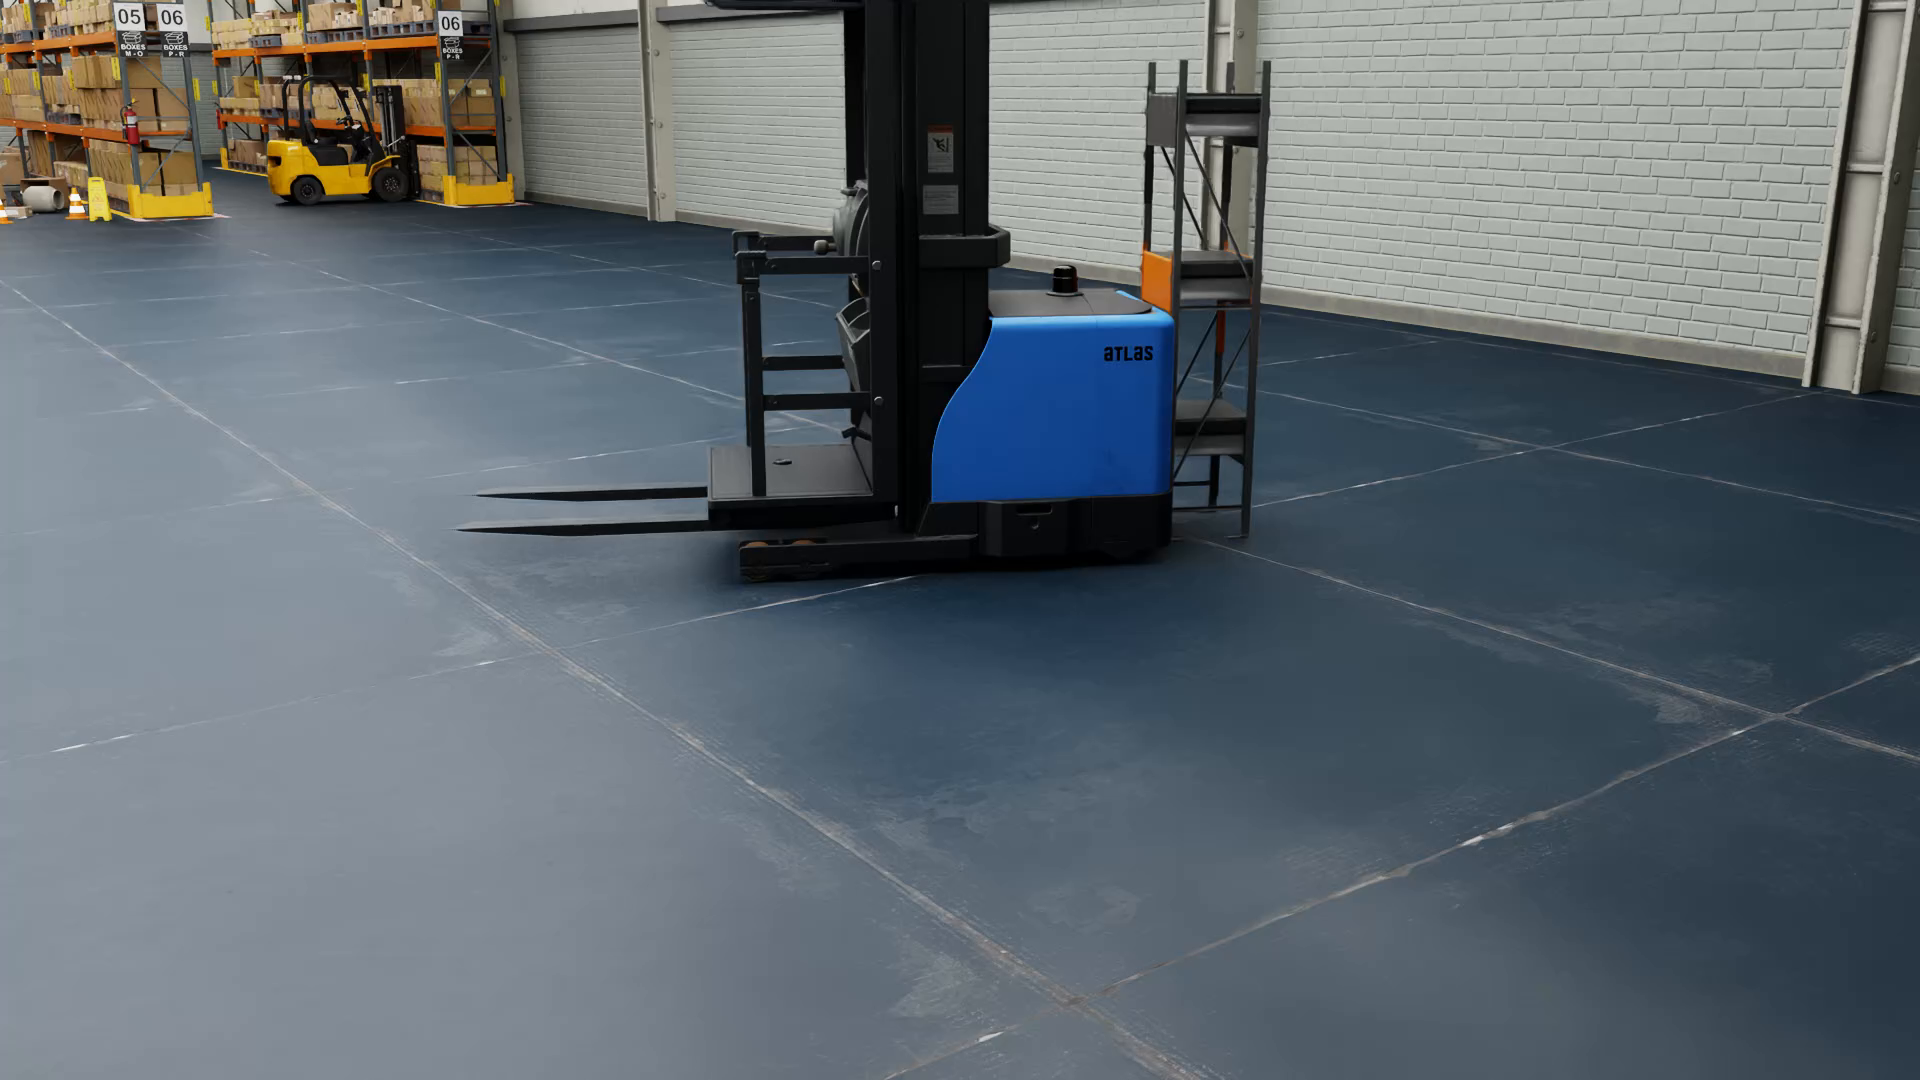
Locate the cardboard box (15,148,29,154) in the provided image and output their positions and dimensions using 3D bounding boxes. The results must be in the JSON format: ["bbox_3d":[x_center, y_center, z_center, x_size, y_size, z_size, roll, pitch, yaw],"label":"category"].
[{"bbox_3d":[-20.273,-8.426,36.738,0.875,0.438,0.875,-12,19,-36],"label":"cardboard box"}]

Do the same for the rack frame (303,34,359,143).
[{"bbox_3d":[-13.099,-9.035,34.904,1.000,3.000,0.127,-11,19,-35],"label":"rack frame"}]

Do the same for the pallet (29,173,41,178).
[{"bbox_3d":[-18.949,-7.619,35.015,1.003,0.211,1.213,-11,19,-35],"label":"pallet"}]

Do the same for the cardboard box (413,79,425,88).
[{"bbox_3d":[-9.451,-8.077,29.424,0.380,0.149,0.250,-10,18,-33],"label":"cardboard box"}]

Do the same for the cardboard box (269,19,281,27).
[{"bbox_3d":[-14.677,-11.157,35.904,0.380,0.149,0.250,-11,19,-34],"label":"cardboard box"}]

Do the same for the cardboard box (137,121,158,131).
[{"bbox_3d":[-12.801,-6.481,26.048,0.380,0.149,0.250,-10,18,-33],"label":"cardboard box"}]

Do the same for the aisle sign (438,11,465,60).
[{"bbox_3d":[-8.594,-8.521,28.101,0.394,0.787,0.004,-11,19,-35],"label":"aisle sign"}]

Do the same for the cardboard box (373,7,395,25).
[{"bbox_3d":[-10.455,-9.620,30.543,0.500,0.311,0.500,-10,18,-33],"label":"cardboard box"}]

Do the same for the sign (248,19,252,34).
[{"bbox_3d":[-15.885,-11.499,37.246,0.100,0.325,0.005,-11,19,-35],"label":"sign"}]

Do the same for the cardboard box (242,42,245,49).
[{"bbox_3d":[-16.334,-11.410,38.376,0.380,0.149,0.250,-11,19,-35],"label":"cardboard box"}]

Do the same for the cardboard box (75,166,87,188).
[{"bbox_3d":[-15.496,-6.609,30.223,0.950,0.372,0.625,-10,18,-31],"label":"cardboard box"}]

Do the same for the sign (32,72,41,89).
[{"bbox_3d":[-17.559,-8.735,31.615,0.100,0.325,0.005,-11,19,-35],"label":"sign"}]

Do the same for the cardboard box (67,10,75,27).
[{"bbox_3d":[-14.722,-8.791,28.051,0.500,0.250,0.500,-11,19,-36],"label":"cardboard box"}]

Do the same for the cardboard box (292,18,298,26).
[{"bbox_3d":[-13.807,-10.894,34.980,0.380,0.149,0.250,-12,19,-36],"label":"cardboard box"}]

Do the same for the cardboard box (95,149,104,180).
[{"bbox_3d":[-14.307,-6.367,28.149,0.500,0.500,0.500,-10,18,-32],"label":"cardboard box"}]

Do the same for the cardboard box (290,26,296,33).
[{"bbox_3d":[-13.954,-10.804,35.217,0.380,0.149,0.250,-11,19,-35],"label":"cardboard box"}]

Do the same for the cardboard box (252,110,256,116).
[{"bbox_3d":[-16.185,-9.900,38.543,0.380,0.149,0.250,-10,18,-33],"label":"cardboard box"}]

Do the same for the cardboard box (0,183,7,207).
[{"bbox_3d":[-15.488,-5.333,26.108,0.637,0.503,0.797,4,16,13],"label":"cardboard box"}]

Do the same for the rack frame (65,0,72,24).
[{"bbox_3d":[-14.760,-10.303,28.173,1.000,3.000,0.127,-11,19,-35],"label":"rack frame"}]

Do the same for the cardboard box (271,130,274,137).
[{"bbox_3d":[-15.406,-9.234,37.778,0.380,0.149,0.250,-11,19,-35],"label":"cardboard box"}]

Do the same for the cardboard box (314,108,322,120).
[{"bbox_3d":[-13.035,-8.830,34.439,0.500,0.250,0.500,-11,19,-34],"label":"cardboard box"}]

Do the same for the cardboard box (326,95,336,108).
[{"bbox_3d":[-12.449,-8.849,33.563,0.500,0.250,0.500,-11,19,-36],"label":"cardboard box"}]

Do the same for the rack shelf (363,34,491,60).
[{"bbox_3d":[-9.571,-8.853,29.921,1.077,0.370,4.000,-11,19,-35],"label":"rack shelf"}]

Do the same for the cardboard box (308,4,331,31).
[{"bbox_3d":[-12.870,-10.588,33.722,0.500,0.500,0.500,-11,19,-34],"label":"cardboard box"}]

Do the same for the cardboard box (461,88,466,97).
[{"bbox_3d":[-8.581,-7.843,29.131,0.380,0.149,0.250,-11,19,-35],"label":"cardboard box"}]

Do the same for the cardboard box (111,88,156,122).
[{"bbox_3d":[-12.950,-6.820,26.059,0.500,0.500,0.500,-11,19,-36],"label":"cardboard box"}]

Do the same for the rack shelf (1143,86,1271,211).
[{"bbox_3d":[1.083,-1.740,7.356,0.431,0.518,0.480,-2,16,-9],"label":"rack shelf"}]

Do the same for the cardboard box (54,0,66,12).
[{"bbox_3d":[-15.821,-9.546,29.631,0.500,0.250,0.500,-10,18,-34],"label":"cardboard box"}]

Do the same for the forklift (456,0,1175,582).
[{"bbox_3d":[-0.640,-1.389,7.098,3.031,2.935,1.130,-2,15,-8],"label":"forklift"}]

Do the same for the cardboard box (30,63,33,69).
[{"bbox_3d":[-19.787,-10.169,35.736,0.380,0.149,0.250,-11,19,-35],"label":"cardboard box"}]

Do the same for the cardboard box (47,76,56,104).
[{"bbox_3d":[-16.722,-8.415,31.093,0.500,0.500,0.500,-10,18,-32],"label":"cardboard box"}]

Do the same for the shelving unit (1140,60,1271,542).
[{"bbox_3d":[1.083,-1.078,7.537,0.431,2.100,0.503,-2,15,-9],"label":"shelving unit"}]

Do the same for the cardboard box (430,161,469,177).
[{"bbox_3d":[-8.934,-6.499,29.106,0.500,0.250,0.500,-11,19,-35],"label":"cardboard box"}]

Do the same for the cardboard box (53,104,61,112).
[{"bbox_3d":[-16.663,-8.053,30.999,0.380,0.149,0.250,-11,19,-34],"label":"cardboard box"}]

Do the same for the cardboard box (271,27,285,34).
[{"bbox_3d":[-14.672,-11.015,35.949,0.380,0.149,0.250,-10,18,-33],"label":"cardboard box"}]

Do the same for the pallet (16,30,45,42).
[{"bbox_3d":[-17.533,-9.748,32.187,1.213,0.211,1.003,-10,18,-32],"label":"pallet"}]

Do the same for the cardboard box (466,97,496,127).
[{"bbox_3d":[-8.462,-7.523,29.193,0.500,0.500,0.500,-10,18,-33],"label":"cardboard box"}]

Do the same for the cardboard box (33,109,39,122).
[{"bbox_3d":[-17.932,-8.365,32.742,0.500,0.250,0.500,-10,18,-34],"label":"cardboard box"}]

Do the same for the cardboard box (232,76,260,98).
[{"bbox_3d":[-16.871,-10.717,39.350,0.500,0.500,0.500,-10,18,-33],"label":"cardboard box"}]

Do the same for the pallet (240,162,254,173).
[{"bbox_3d":[-16.575,-8.951,39.881,1.003,0.211,1.213,-11,19,-35],"label":"pallet"}]

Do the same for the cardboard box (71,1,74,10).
[{"bbox_3d":[-14.662,-8.951,27.880,0.380,0.149,0.250,-10,18,-33],"label":"cardboard box"}]

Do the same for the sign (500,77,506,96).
[{"bbox_3d":[-7.942,-7.867,28.847,0.100,0.325,0.005,-11,19,-35],"label":"sign"}]

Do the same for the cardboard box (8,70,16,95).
[{"bbox_3d":[-19.437,-9.509,34.555,0.500,0.500,0.500,-11,19,-34],"label":"cardboard box"}]

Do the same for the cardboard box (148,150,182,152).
[{"bbox_3d":[-12.984,-6.124,27.263,0.500,0.500,0.500,-12,19,-37],"label":"cardboard box"}]

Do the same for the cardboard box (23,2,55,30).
[{"bbox_3d":[-17.455,-10.020,31.829,0.797,0.503,0.637,-12,20,-38],"label":"cardboard box"}]

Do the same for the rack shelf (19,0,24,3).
[{"bbox_3d":[-20.639,-11.898,36.123,1.077,0.370,4.000,-11,19,-35],"label":"rack shelf"}]

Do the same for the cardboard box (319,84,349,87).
[{"bbox_3d":[-13.275,-9.420,35.325,0.500,0.500,0.500,-10,18,-32],"label":"cardboard box"}]

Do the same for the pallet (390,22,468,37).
[{"bbox_3d":[-9.511,-9.146,29.797,1.003,0.211,1.213,-11,19,-35],"label":"pallet"}]

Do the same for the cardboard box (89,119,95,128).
[{"bbox_3d":[-14.643,-7.125,28.403,0.380,0.149,0.250,-10,18,-33],"label":"cardboard box"}]

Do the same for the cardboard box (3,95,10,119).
[{"bbox_3d":[-20.250,-9.334,35.808,0.500,0.500,0.500,-11,19,-36],"label":"cardboard box"}]

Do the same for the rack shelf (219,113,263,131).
[{"bbox_3d":[-16.627,-9.969,39.680,1.077,0.370,4.000,-11,19,-35],"label":"rack shelf"}]

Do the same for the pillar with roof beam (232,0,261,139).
[{"bbox_3d":[-22.141,-13.684,40.526,9.100,9.000,0.400,-11,19,-35],"label":"pillar with roof beam"}]

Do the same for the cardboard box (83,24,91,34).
[{"bbox_3d":[-14.088,-8.341,27.164,0.380,0.149,0.250,-11,19,-36],"label":"cardboard box"}]

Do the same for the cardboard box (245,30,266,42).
[{"bbox_3d":[-15.937,-11.471,37.843,0.500,0.250,0.500,-11,19,-34],"label":"cardboard box"}]
